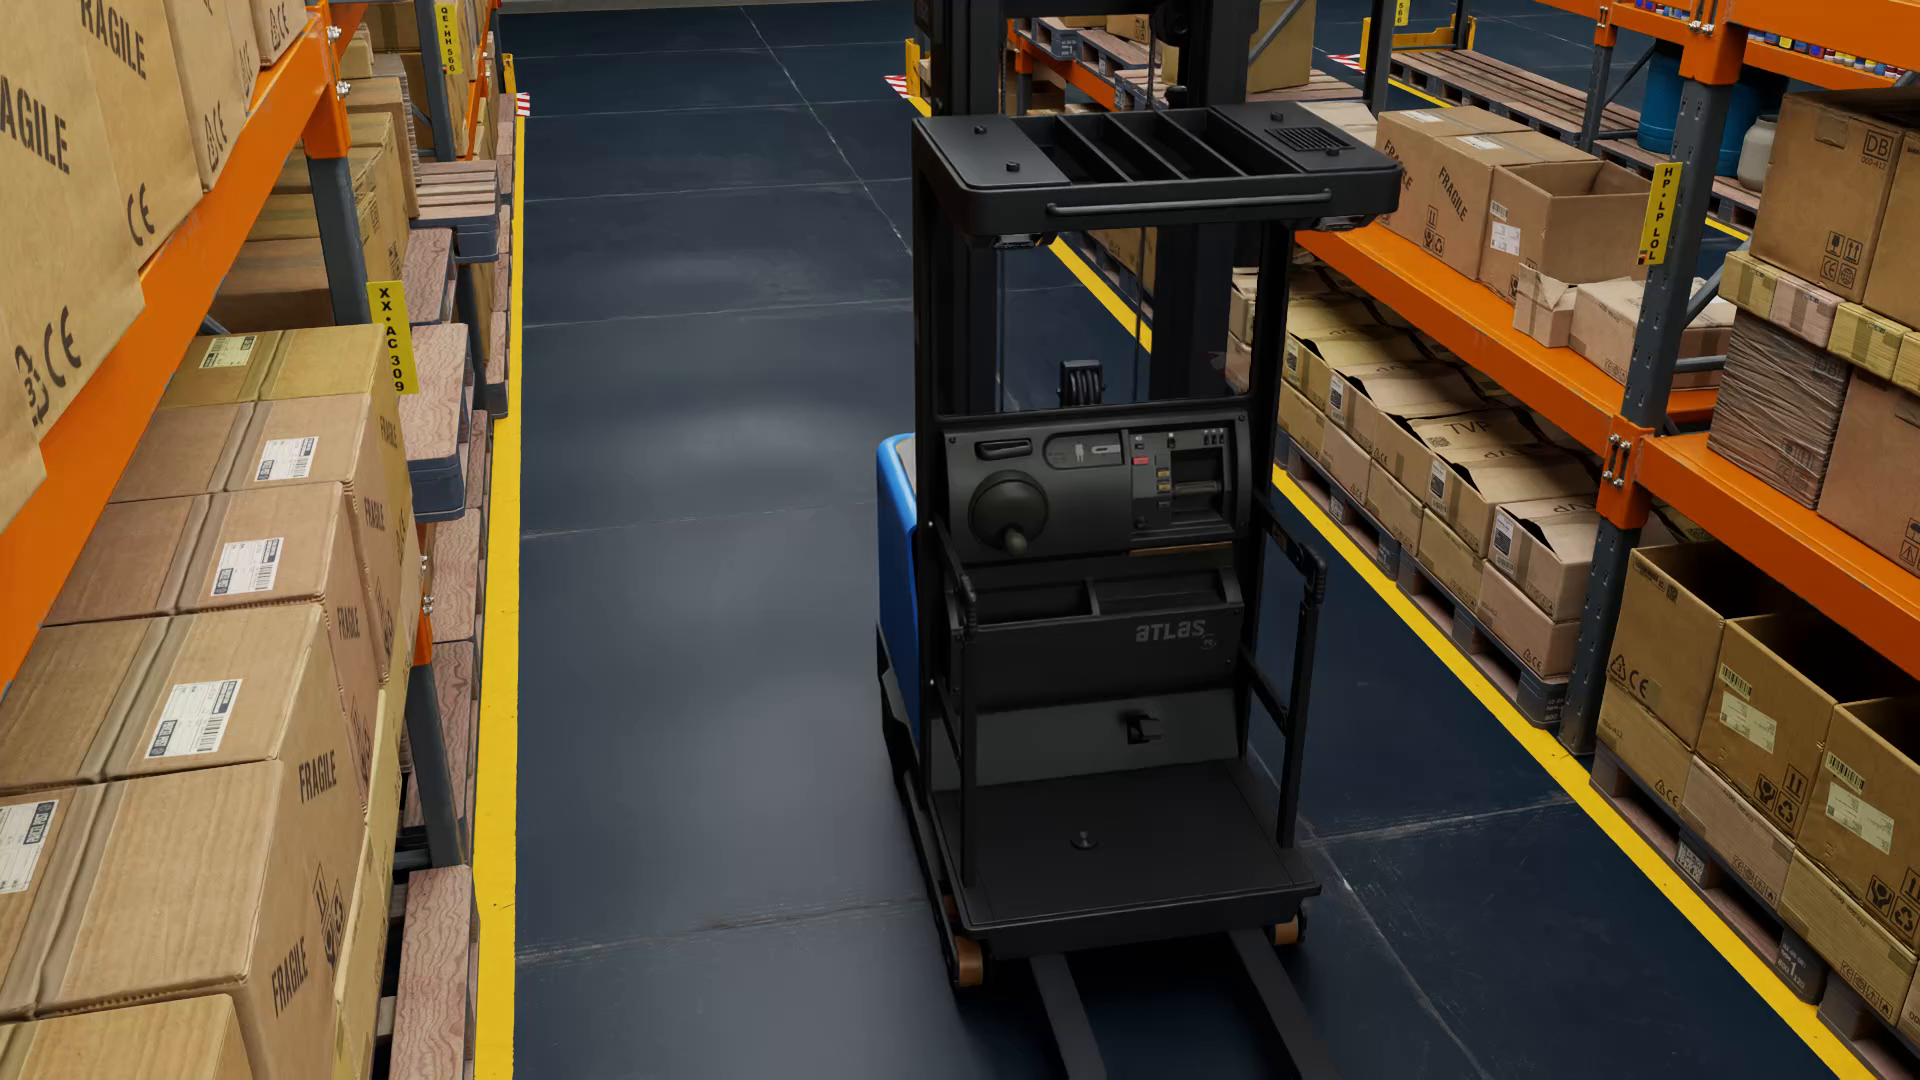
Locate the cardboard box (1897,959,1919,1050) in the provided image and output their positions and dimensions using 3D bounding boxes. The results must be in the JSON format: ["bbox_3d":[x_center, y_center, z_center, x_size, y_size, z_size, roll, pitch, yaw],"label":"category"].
[{"bbox_3d":[2.888,1.324,4.383,0.500,0.250,0.500,-6,27,-12],"label":"cardboard box"}]

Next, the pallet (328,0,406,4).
[{"bbox_3d":[-2.116,-1.641,4.552,1.213,0.211,1.003,-6,27,-12],"label":"pallet"}]

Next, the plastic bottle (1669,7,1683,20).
[{"bbox_3d":[5.584,-4.164,12.809,0.152,0.276,0.135,-6,27,-12],"label":"plastic bottle"}]

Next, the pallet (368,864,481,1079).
[{"bbox_3d":[-1.895,1.432,4.679,1.003,0.211,1.213,-6,27,-12],"label":"pallet"}]

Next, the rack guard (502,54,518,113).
[{"bbox_3d":[-4.790,-4.267,15.649,1.175,0.500,0.348,-6,27,-12],"label":"rack guard"}]

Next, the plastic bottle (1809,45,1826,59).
[{"bbox_3d":[5.906,-3.450,11.386,0.061,0.283,0.133,-6,27,-12],"label":"plastic bottle"}]

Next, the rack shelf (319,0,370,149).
[{"bbox_3d":[-2.531,-2.000,5.853,1.077,0.370,4.000,-6,27,-12],"label":"rack shelf"}]

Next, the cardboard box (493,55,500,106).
[{"bbox_3d":[-4.530,-4.147,14.945,0.700,0.500,0.500,-6,27,-12],"label":"cardboard box"}]

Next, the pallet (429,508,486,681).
[{"bbox_3d":[-2.536,0.262,6.996,1.003,0.211,1.213,-6,27,-12],"label":"pallet"}]

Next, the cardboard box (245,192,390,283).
[{"bbox_3d":[-2.281,-0.818,5.443,0.700,0.500,0.500,-3,27,-6],"label":"cardboard box"}]

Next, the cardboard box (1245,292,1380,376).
[{"bbox_3d":[1.802,-1.086,8.535,0.500,0.311,0.500,-7,28,-13],"label":"cardboard box"}]

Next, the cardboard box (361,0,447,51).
[{"bbox_3d":[-2.840,-2.620,8.315,0.500,0.250,0.500,-5,27,-10],"label":"cardboard box"}]

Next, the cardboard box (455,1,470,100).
[{"bbox_3d":[-3.062,-2.735,9.376,0.500,0.500,0.500,-6,27,-12],"label":"cardboard box"}]

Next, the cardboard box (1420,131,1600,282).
[{"bbox_3d":[2.356,-1.444,7.170,0.500,0.500,0.500,-6,27,-12],"label":"cardboard box"}]

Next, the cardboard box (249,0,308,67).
[{"bbox_3d":[-1.725,-1.299,3.533,0.500,0.500,0.500,-5,27,-10],"label":"cardboard box"}]

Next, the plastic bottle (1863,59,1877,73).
[{"bbox_3d":[6.037,-3.194,10.969,0.097,0.201,0.097,0,27,0],"label":"plastic bottle"}]

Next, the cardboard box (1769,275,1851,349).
[{"bbox_3d":[2.673,-0.695,4.968,0.380,0.149,0.250,-6,27,-11],"label":"cardboard box"}]

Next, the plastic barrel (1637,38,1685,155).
[{"bbox_3d":[5.875,-3.632,13.480,0.600,0.901,0.708,-6,27,-12],"label":"plastic barrel"}]

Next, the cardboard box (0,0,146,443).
[{"bbox_3d":[-1.218,-0.380,1.712,0.500,0.500,0.500,-5,27,-9],"label":"cardboard box"}]

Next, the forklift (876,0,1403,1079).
[{"bbox_3d":[0.458,-0.130,4.754,1.130,2.935,3.031,-5,27,-10],"label":"forklift"}]

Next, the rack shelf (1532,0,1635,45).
[{"bbox_3d":[5.318,-5.179,15.481,1.077,0.370,4.000,-6,27,-12],"label":"rack shelf"}]

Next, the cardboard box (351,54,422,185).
[{"bbox_3d":[-2.866,-1.896,7.578,0.700,0.500,0.500,-9,28,-18],"label":"cardboard box"}]

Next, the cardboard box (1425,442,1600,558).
[{"bbox_3d":[2.251,-0.196,6.772,0.500,0.311,0.500,-5,27,-10],"label":"cardboard box"}]

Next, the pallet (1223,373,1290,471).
[{"bbox_3d":[1.991,-0.755,9.011,1.003,0.211,1.213,-6,27,-12],"label":"pallet"}]

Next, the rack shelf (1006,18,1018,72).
[{"bbox_3d":[0.491,-4.678,14.487,1.077,0.370,4.000,-6,27,-12],"label":"rack shelf"}]

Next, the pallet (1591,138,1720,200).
[{"bbox_3d":[5.902,-3.034,13.528,1.003,0.211,1.213,-6,27,-12],"label":"pallet"}]

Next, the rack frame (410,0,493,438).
[{"bbox_3d":[-2.982,-1.860,8.107,1.000,3.000,0.127,-6,27,-12],"label":"rack frame"}]

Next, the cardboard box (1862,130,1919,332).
[{"bbox_3d":[2.966,-0.817,4.489,0.700,0.500,0.500,-6,27,-12],"label":"cardboard box"}]

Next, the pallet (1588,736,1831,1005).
[{"bbox_3d":[2.883,0.989,5.556,1.003,0.211,1.213,-6,27,-12],"label":"pallet"}]

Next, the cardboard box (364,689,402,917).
[{"bbox_3d":[-1.446,0.570,3.437,0.500,0.250,0.500,-6,27,-12],"label":"cardboard box"}]

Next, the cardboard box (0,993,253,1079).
[{"bbox_3d":[-1.096,0.917,1.916,0.500,0.500,0.500,-6,27,-11],"label":"cardboard box"}]

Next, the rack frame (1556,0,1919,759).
[{"bbox_3d":[2.745,-0.609,5.627,1.000,3.000,0.127,-6,27,-12],"label":"rack frame"}]

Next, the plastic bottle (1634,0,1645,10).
[{"bbox_3d":[5.436,-4.366,13.200,0.061,0.283,0.133,-6,27,-12],"label":"plastic bottle"}]

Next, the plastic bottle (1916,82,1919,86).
[{"bbox_3d":[6.111,-3.050,10.593,0.061,0.283,0.133,-6,27,-12],"label":"plastic bottle"}]

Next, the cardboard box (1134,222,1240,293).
[{"bbox_3d":[1.404,-1.832,10.337,0.500,0.500,0.500,-5,27,-10],"label":"cardboard box"}]

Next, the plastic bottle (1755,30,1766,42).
[{"bbox_3d":[5.784,-3.718,11.931,0.097,0.271,0.097,0,27,0],"label":"plastic bottle"}]

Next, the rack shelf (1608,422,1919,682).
[{"bbox_3d":[3.196,0.590,4.050,1.077,0.370,4.000,-6,27,-12],"label":"rack shelf"}]

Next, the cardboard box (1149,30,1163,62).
[{"bbox_3d":[1.572,-3.283,10.348,0.700,0.500,0.500,-1,27,-2],"label":"cardboard box"}]

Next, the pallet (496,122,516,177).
[{"bbox_3d":[-4.257,-3.250,13.954,1.003,0.211,1.213,-6,27,-12],"label":"pallet"}]

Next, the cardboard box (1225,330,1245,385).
[{"bbox_3d":[1.675,-1.065,9.117,0.500,0.250,0.500,-6,27,-12],"label":"cardboard box"}]

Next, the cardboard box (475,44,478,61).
[{"bbox_3d":[-3.452,-3.285,11.186,0.380,0.149,0.250,-5,27,-11],"label":"cardboard box"}]

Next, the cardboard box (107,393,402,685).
[{"bbox_3d":[-1.555,0.014,3.706,0.500,0.500,0.500,-6,27,-12],"label":"cardboard box"}]

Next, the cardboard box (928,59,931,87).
[{"bbox_3d":[-0.001,-4.359,15.620,0.500,0.250,0.500,-6,27,-12],"label":"cardboard box"}]

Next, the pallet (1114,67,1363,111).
[{"bbox_3d":[1.622,-2.570,9.725,1.213,0.211,1.003,-6,27,-12],"label":"pallet"}]

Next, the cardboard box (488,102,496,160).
[{"bbox_3d":[-4.062,-3.247,13.163,0.700,0.500,0.500,-6,27,-12],"label":"cardboard box"}]

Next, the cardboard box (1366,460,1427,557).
[{"bbox_3d":[2.141,-0.168,7.340,0.500,0.250,0.500,-5,27,-10],"label":"cardboard box"}]

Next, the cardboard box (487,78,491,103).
[{"bbox_3d":[-3.851,-3.485,12.914,0.380,0.149,0.250,-5,27,-10],"label":"cardboard box"}]

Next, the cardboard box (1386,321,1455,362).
[{"bbox_3d":[2.436,-0.921,8.209,0.500,0.311,0.500,-6,27,-12],"label":"cardboard box"}]

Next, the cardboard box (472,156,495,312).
[{"bbox_3d":[-3.211,-1.809,9.926,0.750,0.750,0.750,-6,27,-12],"label":"cardboard box"}]

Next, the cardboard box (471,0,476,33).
[{"bbox_3d":[-3.534,-3.626,11.141,0.500,0.500,0.500,-6,27,-12],"label":"cardboard box"}]

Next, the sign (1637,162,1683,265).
[{"bbox_3d":[2.218,-1.031,5.267,0.100,0.325,0.005,-6,27,-12],"label":"sign"}]

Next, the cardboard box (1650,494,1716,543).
[{"bbox_3d":[2.894,-0.026,6.436,0.500,0.311,0.500,-6,27,-11],"label":"cardboard box"}]

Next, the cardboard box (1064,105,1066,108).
[{"bbox_3d":[0.853,-3.637,14.284,0.380,0.166,0.250,-6,27,-12],"label":"cardboard box"}]
